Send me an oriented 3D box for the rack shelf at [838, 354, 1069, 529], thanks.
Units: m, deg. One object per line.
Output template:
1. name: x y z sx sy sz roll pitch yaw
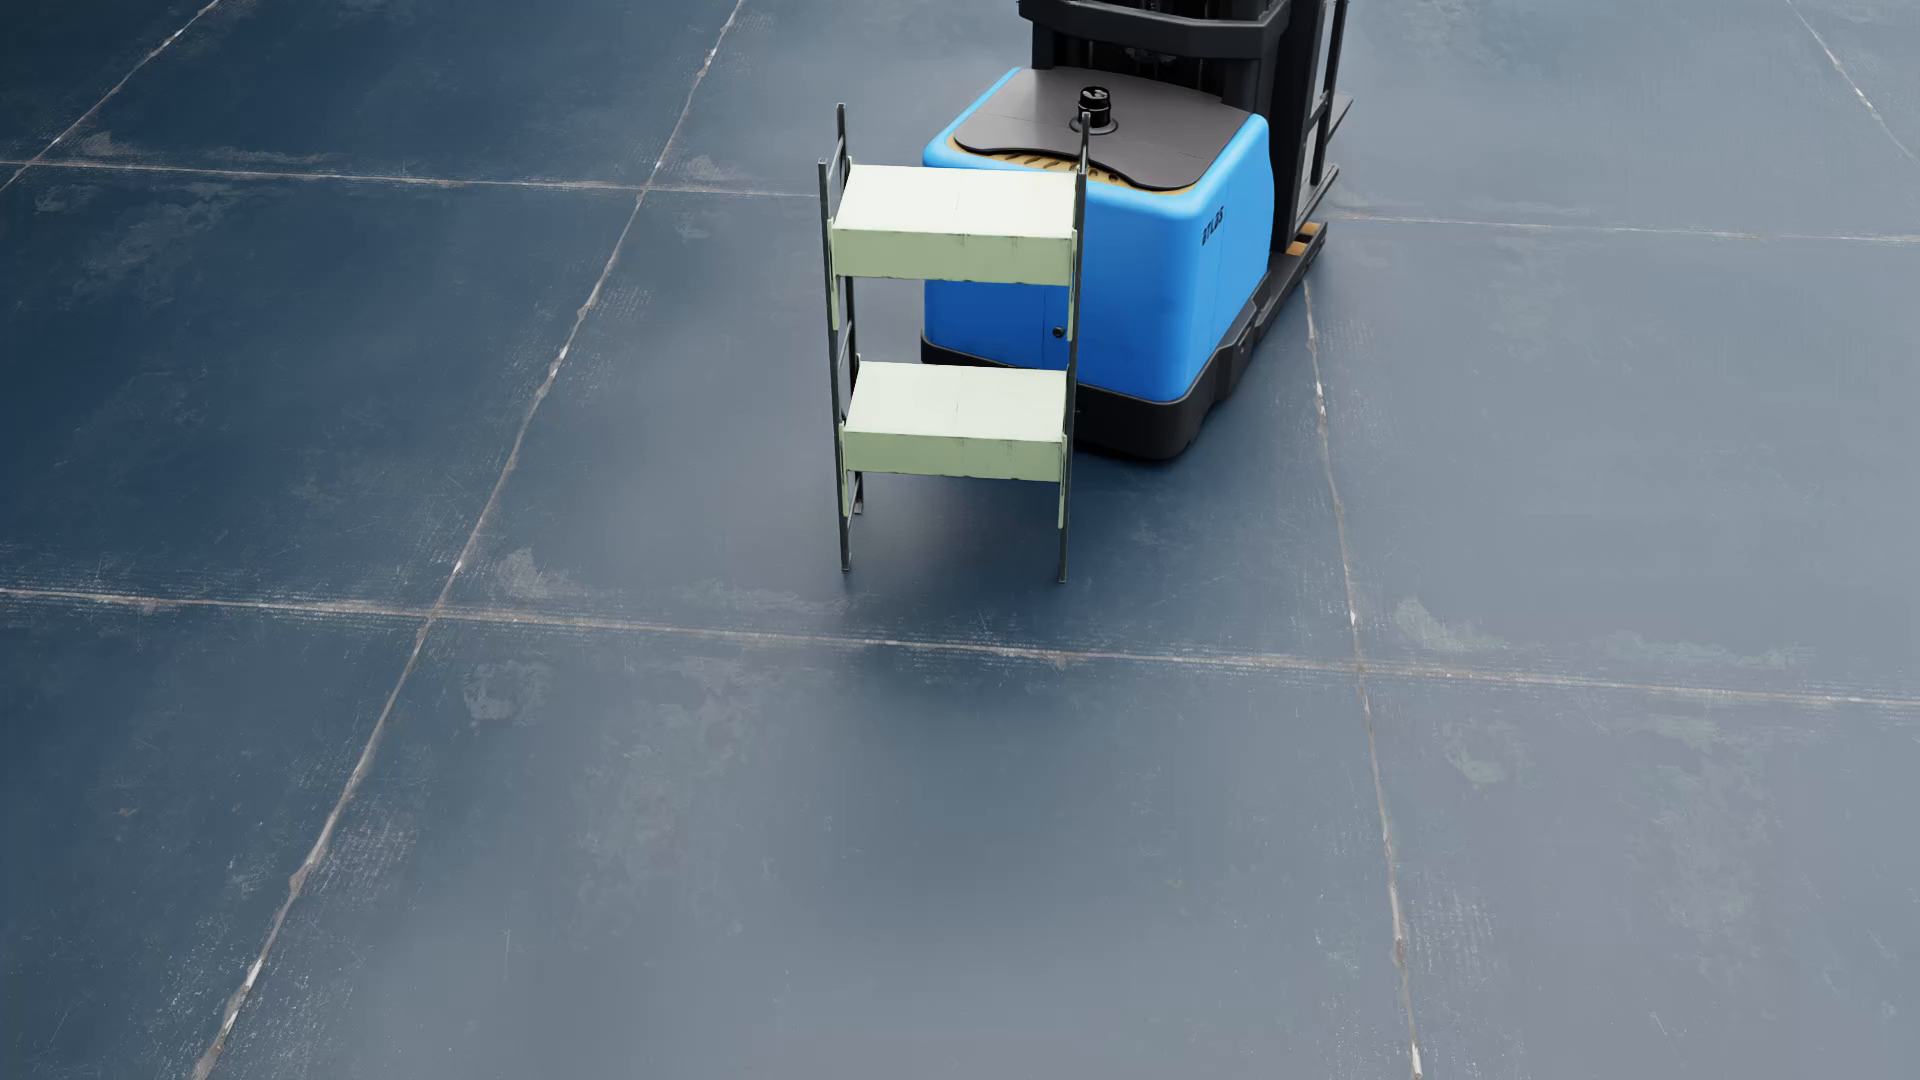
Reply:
1. rack shelf: -0.007 -0.329 5.483 0.720 0.370 0.431 3 39 4

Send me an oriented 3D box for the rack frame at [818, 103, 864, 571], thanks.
1. rack frame: -0.371 -0.602 5.301 0.023 1.500 0.400 3 39 4

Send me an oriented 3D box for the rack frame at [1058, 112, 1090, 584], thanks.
1. rack frame: 0.358 -0.562 5.252 0.023 1.500 0.400 3 39 4

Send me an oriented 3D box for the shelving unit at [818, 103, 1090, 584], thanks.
1. shelving unit: -0.007 -0.582 5.277 0.755 1.500 0.431 3 39 4

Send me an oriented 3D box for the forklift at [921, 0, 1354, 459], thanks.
1. forklift: 0.945 -2.354 6.320 1.130 2.935 3.031 17 42 20

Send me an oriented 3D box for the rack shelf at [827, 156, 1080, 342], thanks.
1. rack shelf: -0.007 -0.885 5.031 0.720 0.370 0.431 3 39 4
